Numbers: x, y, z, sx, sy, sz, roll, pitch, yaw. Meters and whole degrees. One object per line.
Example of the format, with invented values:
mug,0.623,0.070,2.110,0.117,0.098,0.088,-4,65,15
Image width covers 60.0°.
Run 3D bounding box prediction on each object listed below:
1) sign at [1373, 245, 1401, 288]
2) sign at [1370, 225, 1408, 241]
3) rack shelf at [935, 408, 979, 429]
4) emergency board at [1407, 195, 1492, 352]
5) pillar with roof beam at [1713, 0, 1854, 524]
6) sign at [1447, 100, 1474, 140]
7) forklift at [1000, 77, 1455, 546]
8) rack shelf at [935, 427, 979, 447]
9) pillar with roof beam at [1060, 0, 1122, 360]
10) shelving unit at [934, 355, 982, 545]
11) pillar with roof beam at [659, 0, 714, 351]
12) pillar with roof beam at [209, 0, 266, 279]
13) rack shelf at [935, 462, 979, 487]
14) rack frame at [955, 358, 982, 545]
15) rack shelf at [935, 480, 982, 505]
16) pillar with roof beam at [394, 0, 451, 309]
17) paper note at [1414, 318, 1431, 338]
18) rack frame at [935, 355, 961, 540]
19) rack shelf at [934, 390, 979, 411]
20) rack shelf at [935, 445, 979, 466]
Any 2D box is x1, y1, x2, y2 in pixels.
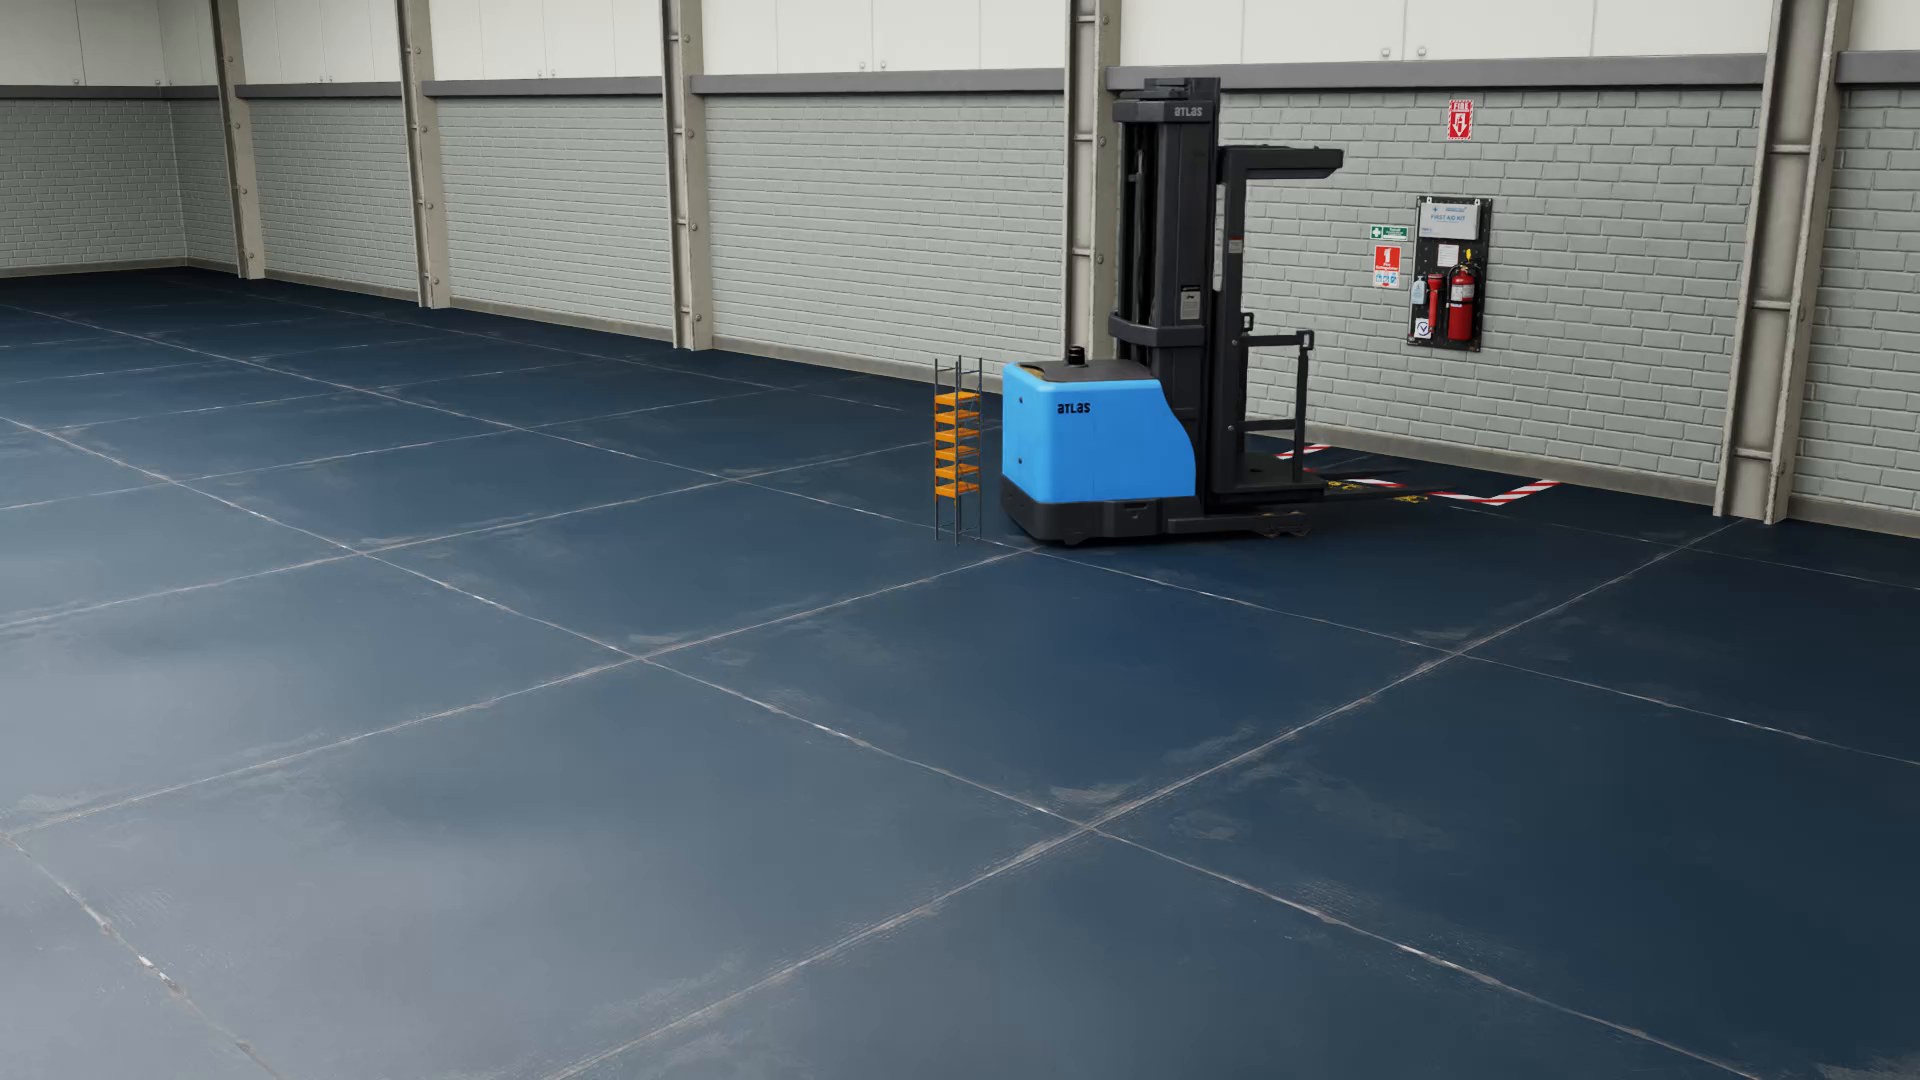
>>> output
sign,3.419,-2.191,13.320,0.234,0.329,0.001,14,20,42
sign,3.416,-2.445,13.244,0.331,0.109,0.001,14,20,42
rack shelf,-0.010,-0.772,10.741,0.180,0.103,0.258,14,20,42
emergency board,3.746,-2.058,12.882,0.643,1.169,0.194,14,20,42
pillar with roof beam,2.510,-3.740,7.440,0.400,9.000,9.100,14,20,42
sign,3.809,-3.199,12.664,0.199,0.298,0.001,14,20,42
forklift,1.852,-1.557,11.094,3.031,2.935,1.130,-3,15,-13
rack shelf,-0.010,-0.656,10.771,0.180,0.103,0.258,14,20,42
pillar with roof beam,-1.809,-4.790,11.470,0.400,9.000,9.100,14,20,42
shelving unit,-0.010,-0.583,10.791,0.189,1.200,0.258,14,20,42
pillar with roof beam,-6.128,-5.840,15.500,0.400,9.000,9.100,14,20,42
pillar with roof beam,-14.767,-7.941,23.560,0.400,9.000,9.100,14,20,42
rack shelf,-0.010,-0.424,10.832,0.180,0.103,0.258,14,20,42
rack frame,0.055,-0.567,10.729,0.006,1.200,0.240,14,20,42
rack shelf,-0.010,-0.308,10.862,0.180,0.103,0.258,14,20,42
pillar with roof beam,-10.448,-6.890,19.530,0.400,9.000,9.100,14,20,42
paper note,3.666,-1.675,13.160,0.142,0.148,0.016,14,20,42
rack frame,-0.076,-0.599,10.852,0.006,1.200,0.240,14,20,42
rack shelf,-0.010,-0.889,10.711,0.180,0.103,0.258,14,20,42
rack shelf,-0.010,-0.540,10.802,0.180,0.103,0.258,14,20,42
